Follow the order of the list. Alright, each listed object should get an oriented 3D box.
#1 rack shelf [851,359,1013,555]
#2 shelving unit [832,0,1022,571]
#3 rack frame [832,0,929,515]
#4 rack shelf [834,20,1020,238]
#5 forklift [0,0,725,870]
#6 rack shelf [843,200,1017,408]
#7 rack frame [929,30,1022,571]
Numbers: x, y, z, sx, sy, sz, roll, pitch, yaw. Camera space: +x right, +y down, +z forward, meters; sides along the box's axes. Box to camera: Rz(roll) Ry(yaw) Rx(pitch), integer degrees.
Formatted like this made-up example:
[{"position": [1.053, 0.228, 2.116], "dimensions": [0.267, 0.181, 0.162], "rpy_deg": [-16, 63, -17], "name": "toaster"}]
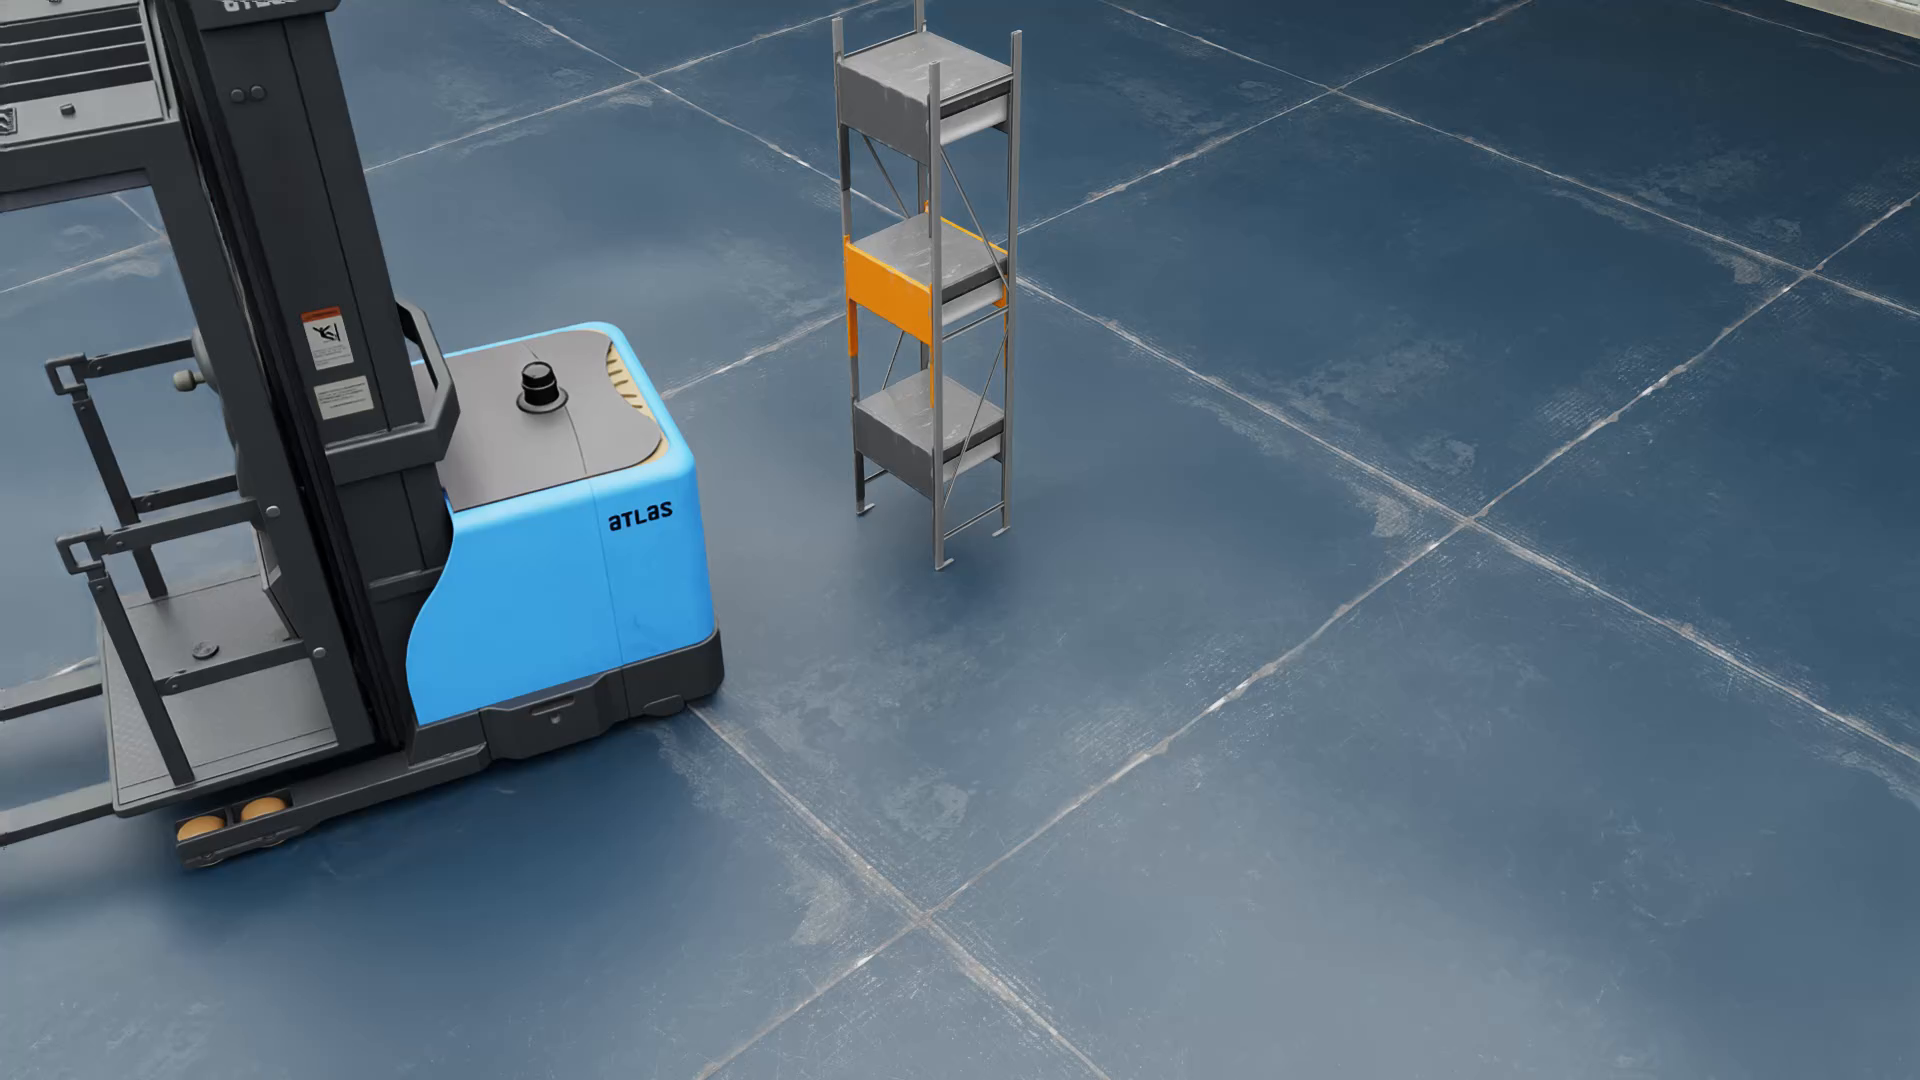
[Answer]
[{"position": [-0.112, -0.338, 6.634], "dimensions": [0.431, 0.518, 0.480], "rpy_deg": [-30, 48, -32], "name": "rack shelf"}, {"position": [-0.112, -0.893, 6.185], "dimensions": [0.431, 2.100, 0.503], "rpy_deg": [-30, 48, -32], "name": "shelving unit"}, {"position": [-0.277, -1.006, 6.325], "dimensions": [0.400, 2.100, 0.015], "rpy_deg": [-30, 48, -32], "name": "rack frame"}, {"position": [-0.112, -1.427, 5.754], "dimensions": [0.431, 0.518, 0.480], "rpy_deg": [-30, 48, -32], "name": "rack shelf"}, {"position": [-2.412, -0.455, 4.981], "dimensions": [3.031, 2.935, 1.130], "rpy_deg": [-16, 42, -19], "name": "forklift"}, {"position": [-0.112, -0.883, 6.194], "dimensions": [0.431, 0.518, 0.480], "rpy_deg": [-30, 48, -32], "name": "rack shelf"}, {"position": [0.053, -0.781, 6.045], "dimensions": [0.400, 2.100, 0.015], "rpy_deg": [-30, 48, -32], "name": "rack frame"}]
